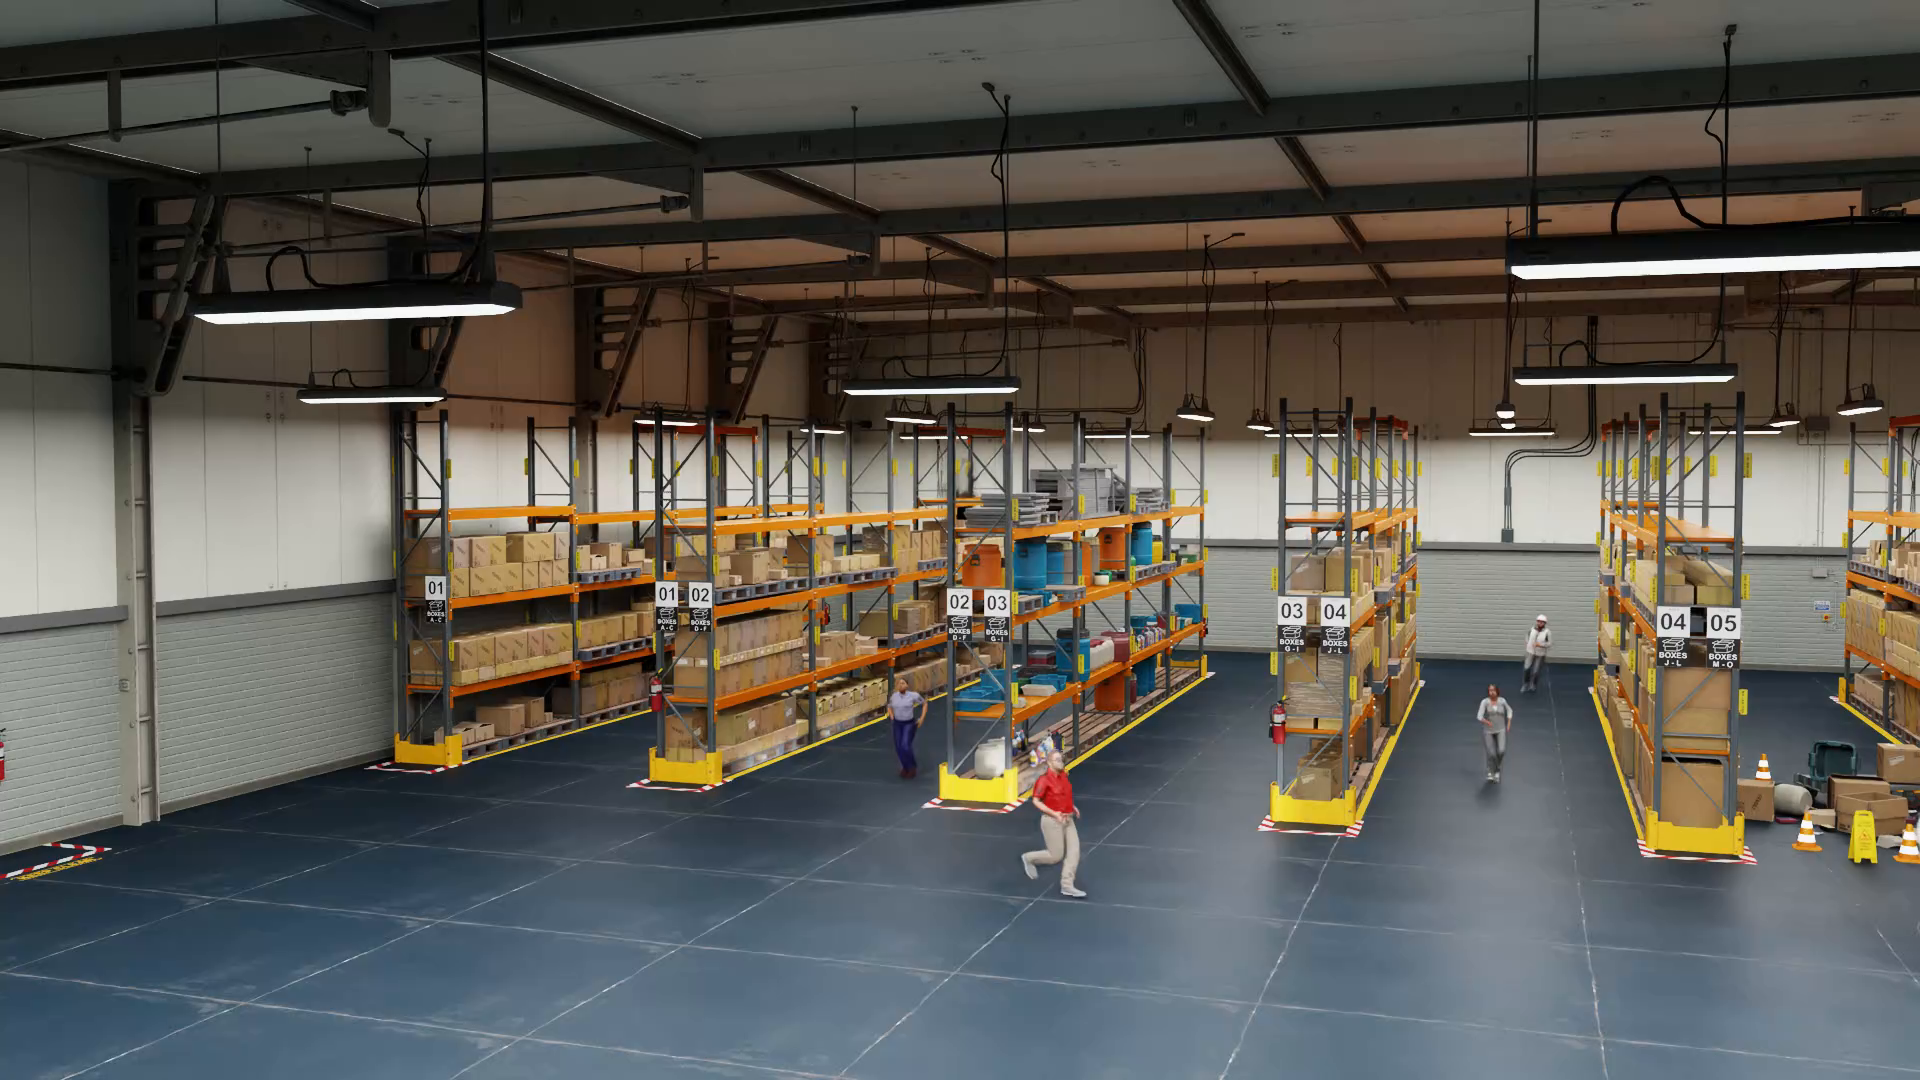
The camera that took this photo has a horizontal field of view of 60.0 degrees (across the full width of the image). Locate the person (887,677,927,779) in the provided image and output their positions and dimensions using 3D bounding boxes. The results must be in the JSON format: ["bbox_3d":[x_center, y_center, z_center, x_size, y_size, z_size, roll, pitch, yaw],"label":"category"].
[{"bbox_3d":[-0.894,3.048,26.896,0.622,1.639,0.655,1,3,20],"label":"person"}]

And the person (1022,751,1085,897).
[{"bbox_3d":[1.142,3.324,19.600,0.829,1.686,0.677,2,3,42],"label":"person"}]

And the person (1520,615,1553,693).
[{"bbox_3d":[12.884,2.549,37.093,0.684,1.780,0.670,1,3,31],"label":"person"}]

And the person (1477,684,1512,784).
[{"bbox_3d":[8.506,3.077,26.451,0.545,1.578,0.629,1,3,15],"label":"person"}]
